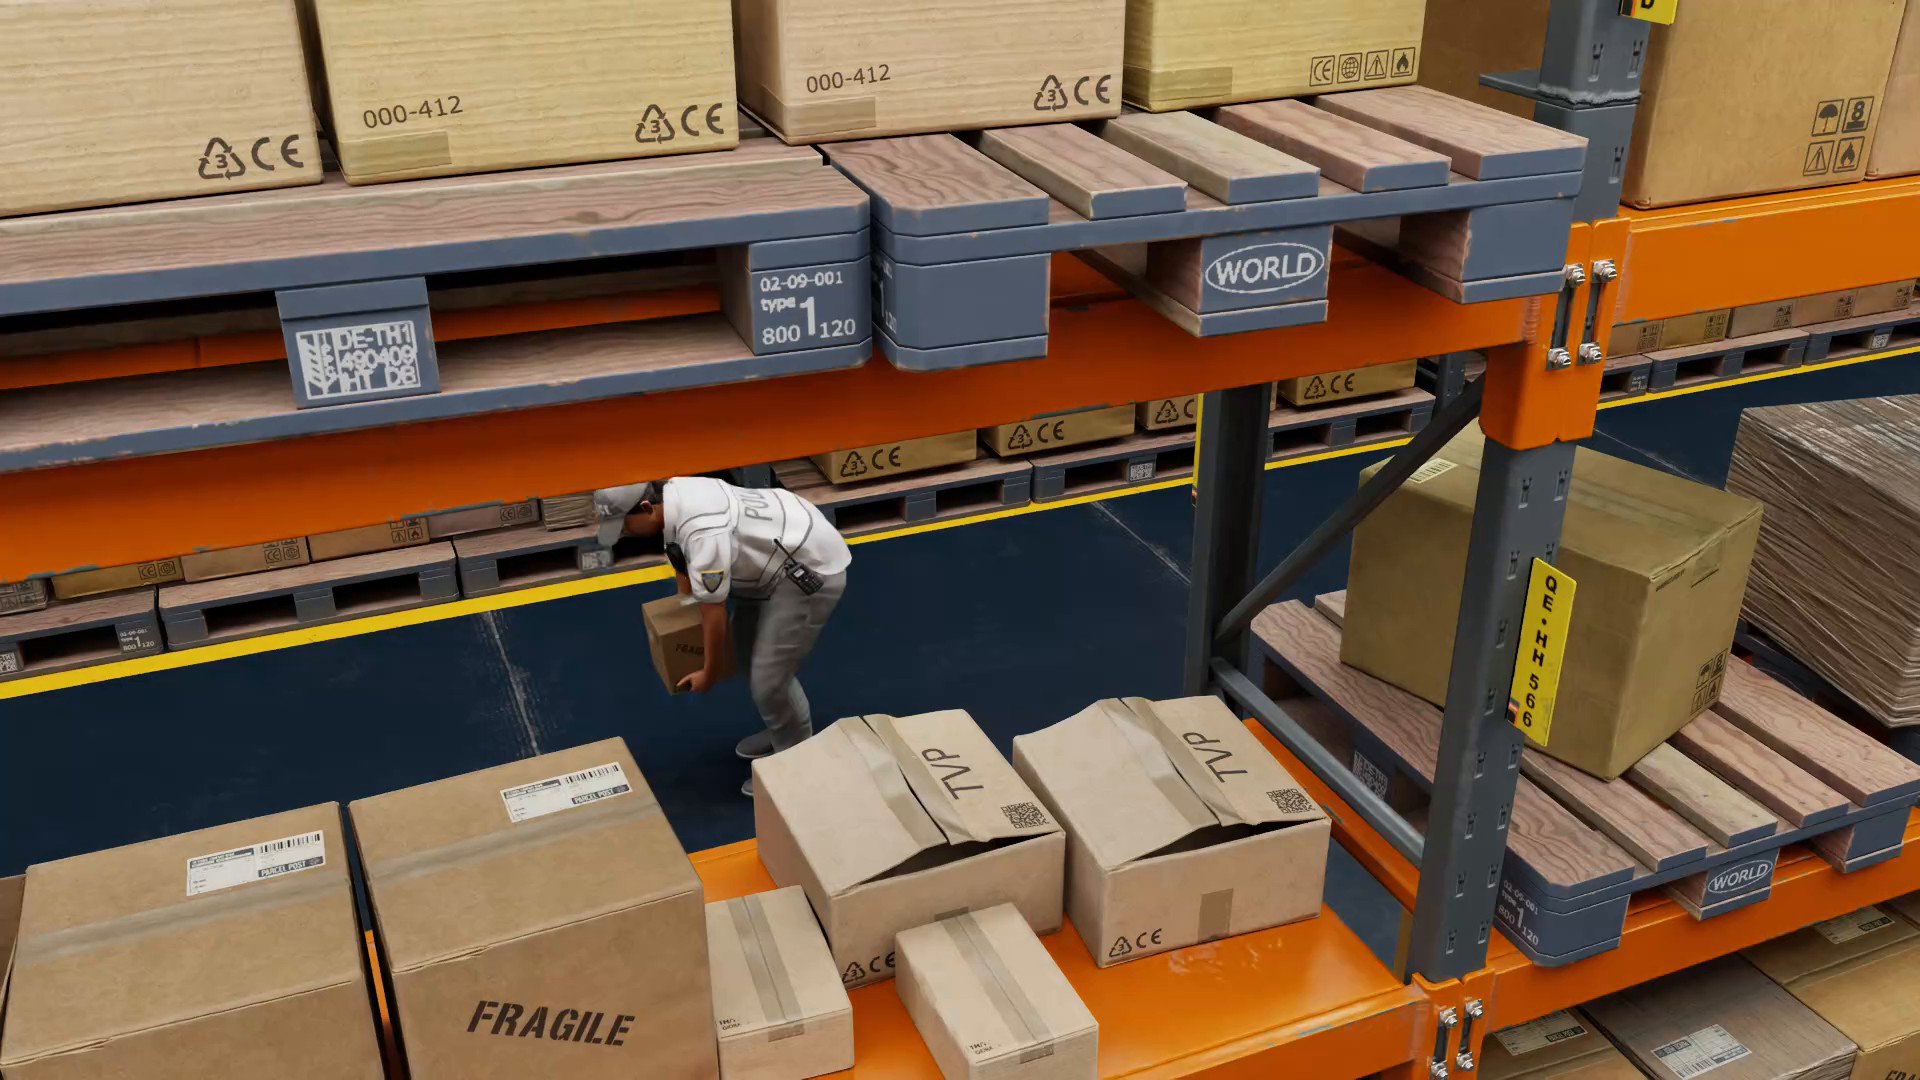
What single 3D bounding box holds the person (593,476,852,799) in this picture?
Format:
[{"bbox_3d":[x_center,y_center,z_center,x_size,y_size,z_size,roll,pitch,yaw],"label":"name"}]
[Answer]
[{"bbox_3d":[-0.819,0.294,5.907,0.874,1.323,0.460,-11,28,-22],"label":"person"}]
